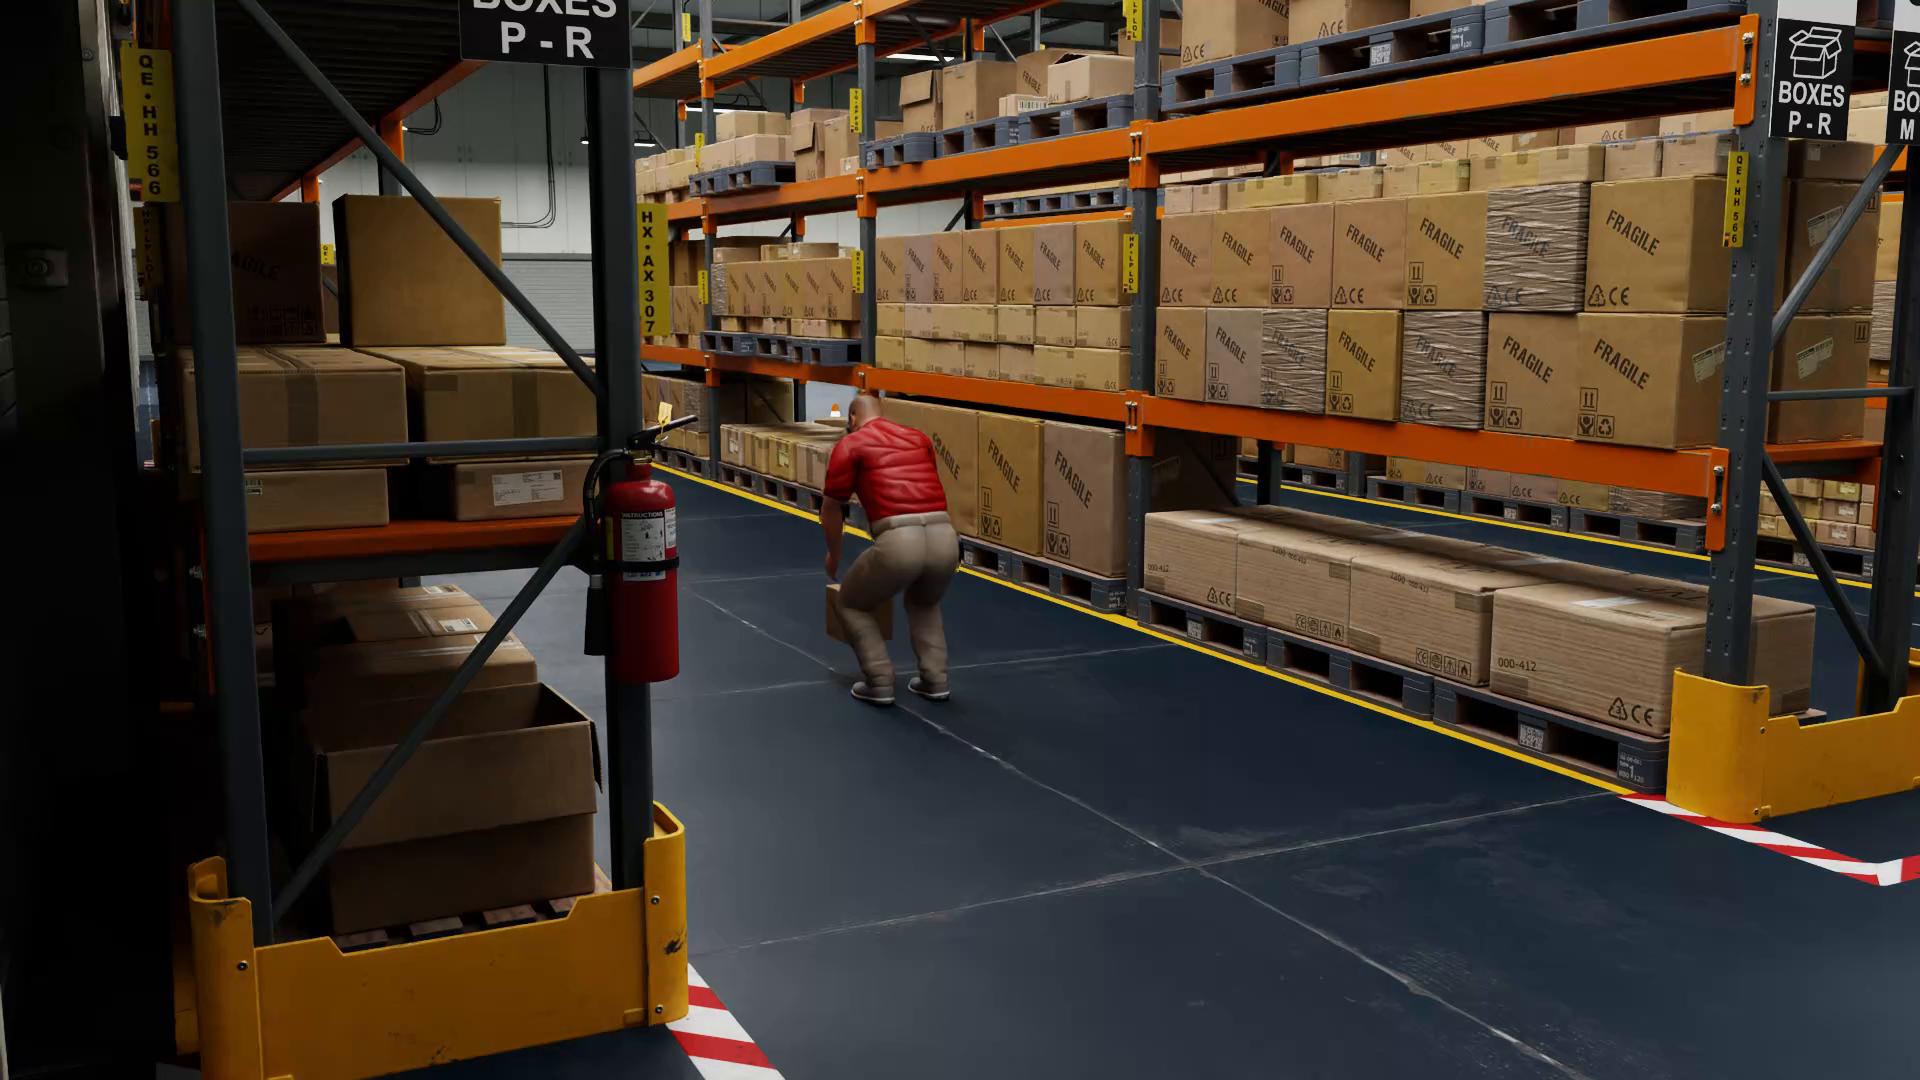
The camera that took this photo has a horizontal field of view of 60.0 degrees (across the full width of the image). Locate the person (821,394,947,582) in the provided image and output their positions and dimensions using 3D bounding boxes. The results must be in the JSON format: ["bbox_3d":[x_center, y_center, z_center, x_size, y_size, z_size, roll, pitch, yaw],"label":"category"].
[{"bbox_3d":[-0.348,-0.212,7.719,0.590,0.904,0.613,-4,9,-26],"label":"person"}]
